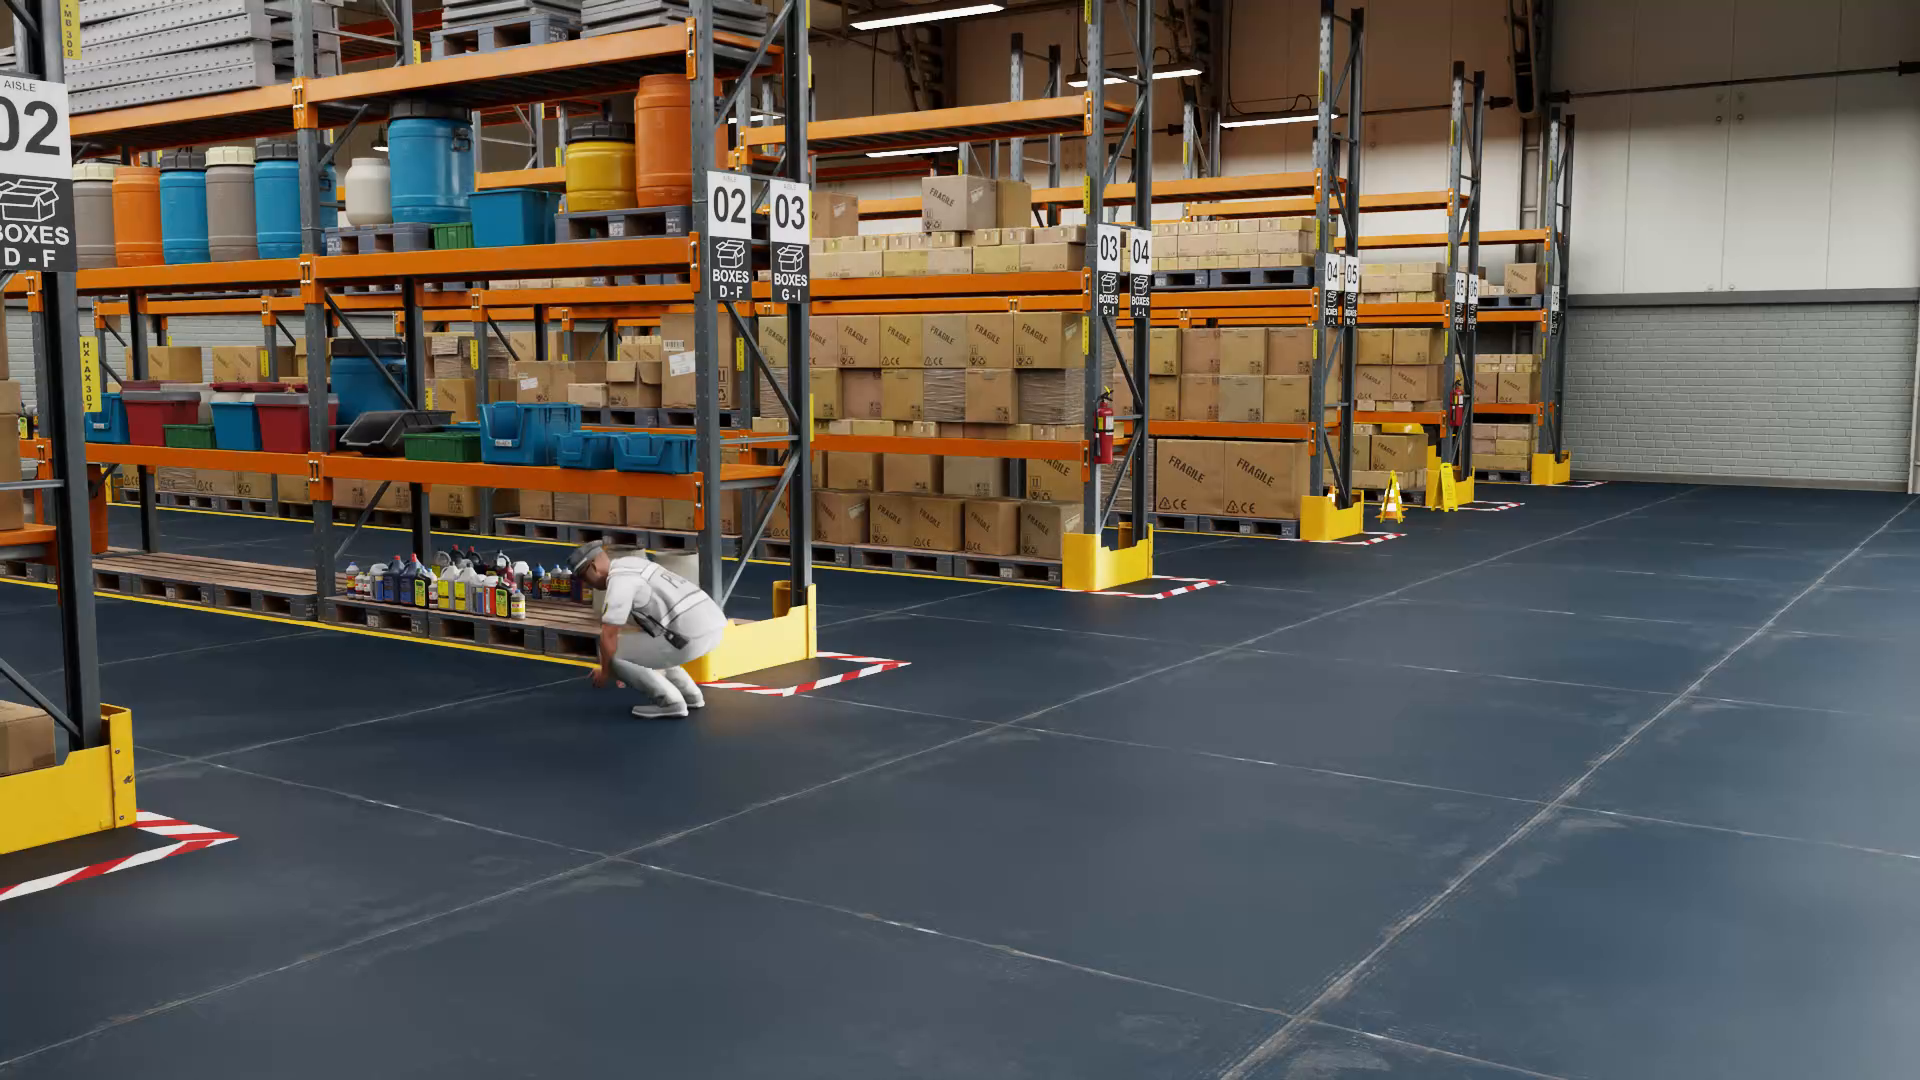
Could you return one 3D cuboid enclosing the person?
[{"bbox_3d":[-1.820,0.503,9.594,0.905,1.013,0.592,1,6,11],"label":"person"}]
